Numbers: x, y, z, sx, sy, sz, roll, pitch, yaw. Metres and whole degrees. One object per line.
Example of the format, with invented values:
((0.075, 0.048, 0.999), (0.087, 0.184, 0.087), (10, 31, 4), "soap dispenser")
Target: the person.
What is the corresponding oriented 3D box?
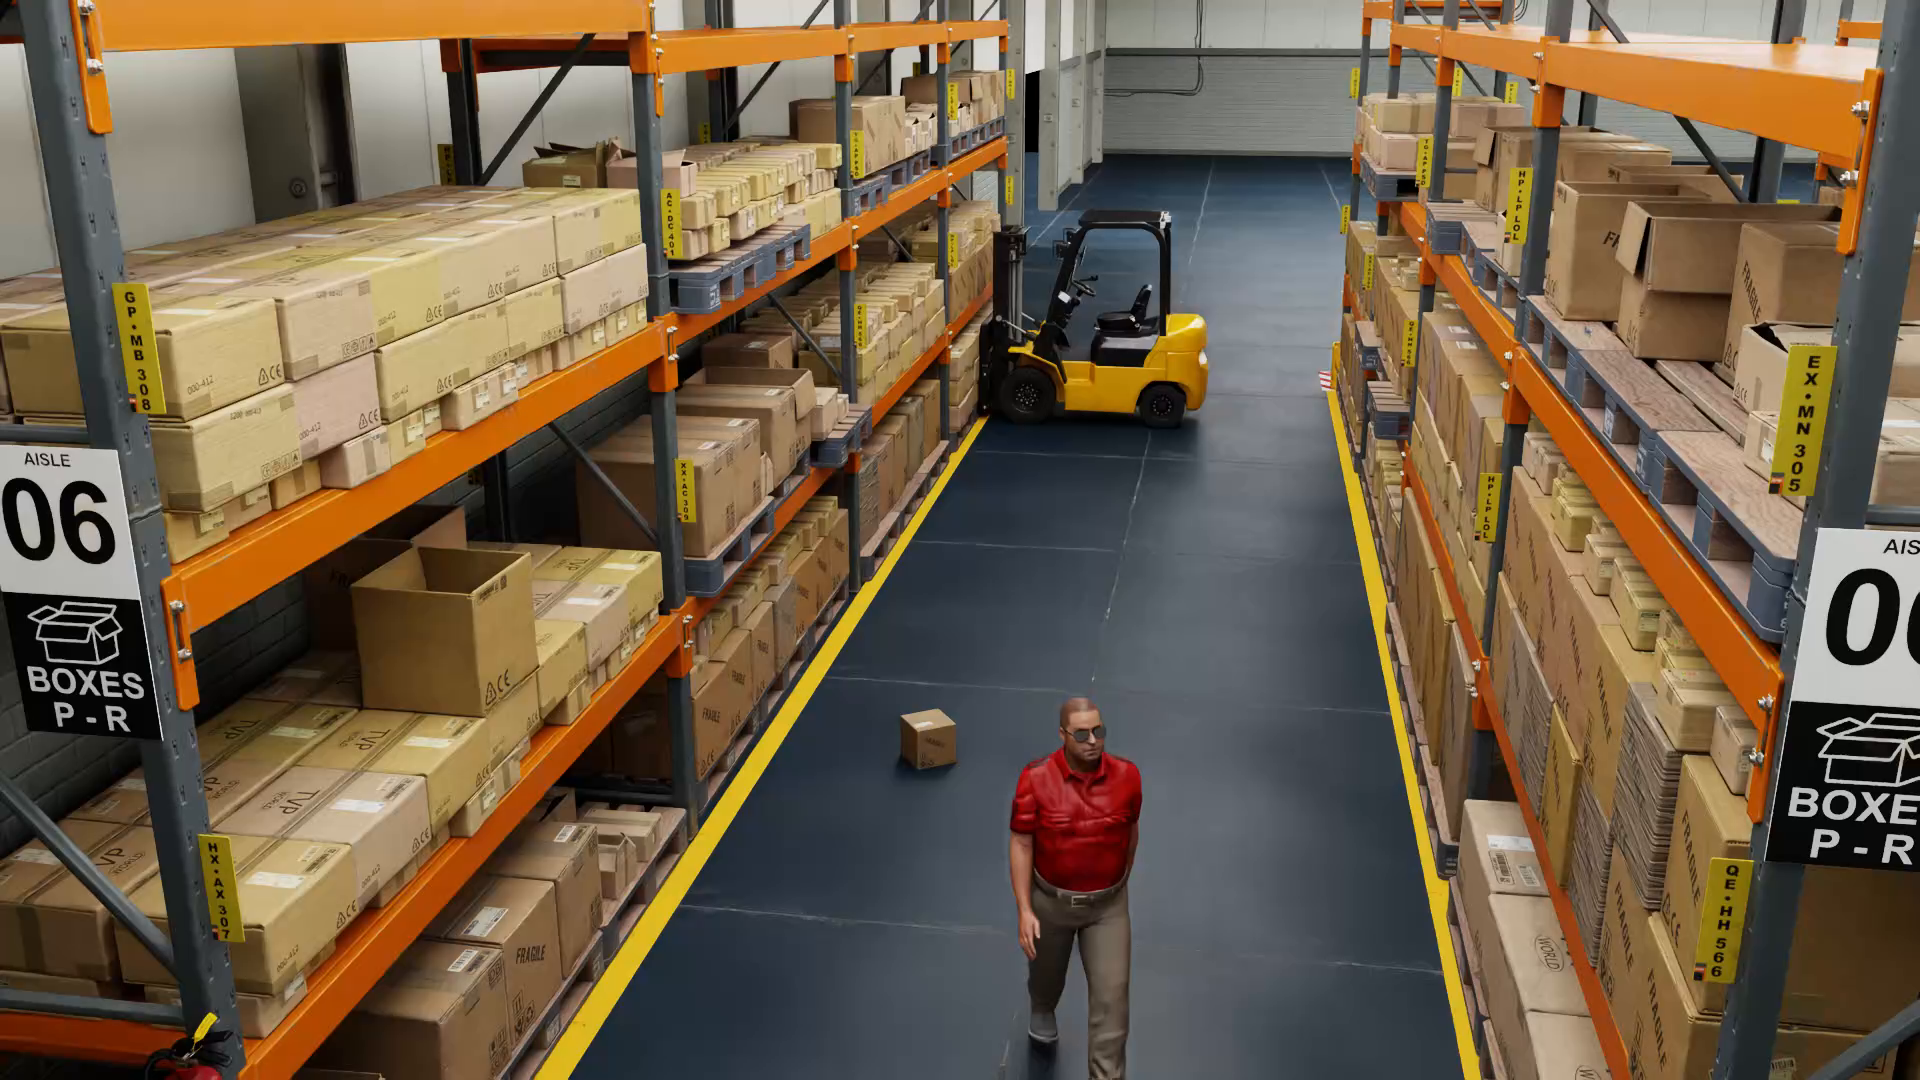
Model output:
((0.461, 1.437, 6.587), (0.539, 1.672, 1.032), (-1, 18, -3), "person")
